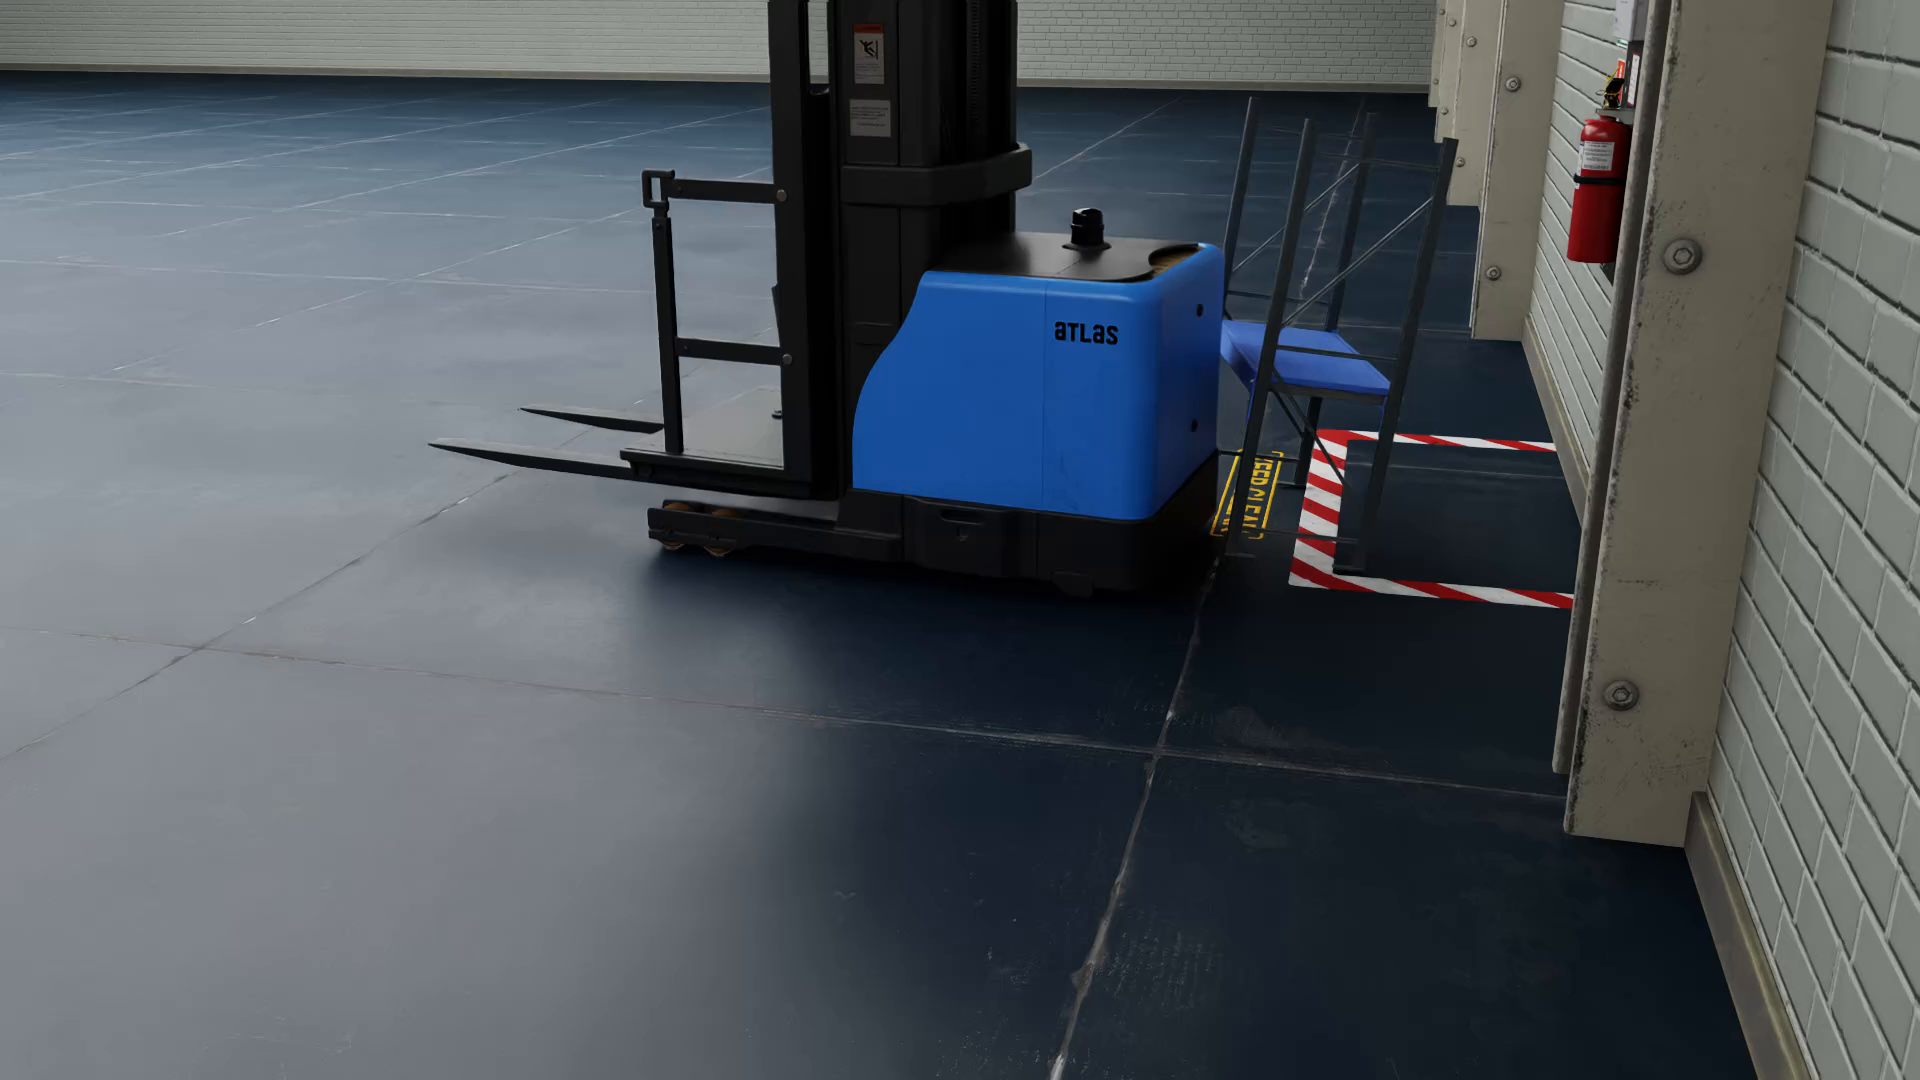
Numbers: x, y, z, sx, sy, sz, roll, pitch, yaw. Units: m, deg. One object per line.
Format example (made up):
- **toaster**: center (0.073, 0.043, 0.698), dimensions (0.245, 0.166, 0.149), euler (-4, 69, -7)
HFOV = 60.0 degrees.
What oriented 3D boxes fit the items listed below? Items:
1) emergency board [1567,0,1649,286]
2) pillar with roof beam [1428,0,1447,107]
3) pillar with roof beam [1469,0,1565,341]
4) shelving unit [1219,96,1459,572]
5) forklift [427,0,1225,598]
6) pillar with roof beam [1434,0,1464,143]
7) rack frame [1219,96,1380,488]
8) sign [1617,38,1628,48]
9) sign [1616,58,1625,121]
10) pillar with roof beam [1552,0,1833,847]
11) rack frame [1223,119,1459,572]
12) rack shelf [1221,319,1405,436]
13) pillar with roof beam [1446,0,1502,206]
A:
- **emergency board**: center (2.324, -1.520, 5.998), dimensions (0.194, 1.169, 0.643), euler (5, 19, 13)
- **pillar with roof beam**: center (3.372, -11.450, 25.789), dimensions (9.100, 9.000, 0.400), euler (5, 19, 13)
- **pillar with roof beam**: center (-1.026, -5.808, 9.271), dimensions (9.100, 9.000, 0.400), euler (5, 19, 13)
- **shelving unit**: center (1.264, -0.788, 6.095), dimensions (0.538, 1.500, 1.048), euler (7, 19, -3)
- **forklift**: center (-0.599, -1.480, 5.986), dimensions (3.031, 2.935, 1.130), euler (7, 20, 21)
- **pillar with roof beam**: center (1.906, -9.570, 20.283), dimensions (9.100, 9.000, 0.400), euler (5, 19, 13)
- **rack frame**: center (1.258, -0.953, 6.577), dimensions (0.500, 1.500, 0.032), euler (7, 19, -3)
- **sign**: center (2.549, -1.953, 6.388), dimensions (0.001, 0.109, 0.331), euler (5, 19, 13)
- **sign**: center (2.559, -1.703, 6.476), dimensions (0.001, 0.329, 0.234), euler (5, 19, 13)
- **pillar with roof beam**: center (-2.492, -3.928, 3.765), dimensions (9.100, 9.000, 0.400), euler (5, 19, 13)
- **rack frame**: center (1.270, -0.624, 5.614), dimensions (0.500, 1.500, 0.032), euler (7, 19, -3)
- **rack shelf**: center (1.241, -0.619, 6.153), dimensions (0.538, 0.185, 1.000), euler (7, 19, -3)
- **pillar with roof beam**: center (0.440, -7.689, 14.777), dimensions (9.100, 9.000, 0.400), euler (5, 19, 13)
